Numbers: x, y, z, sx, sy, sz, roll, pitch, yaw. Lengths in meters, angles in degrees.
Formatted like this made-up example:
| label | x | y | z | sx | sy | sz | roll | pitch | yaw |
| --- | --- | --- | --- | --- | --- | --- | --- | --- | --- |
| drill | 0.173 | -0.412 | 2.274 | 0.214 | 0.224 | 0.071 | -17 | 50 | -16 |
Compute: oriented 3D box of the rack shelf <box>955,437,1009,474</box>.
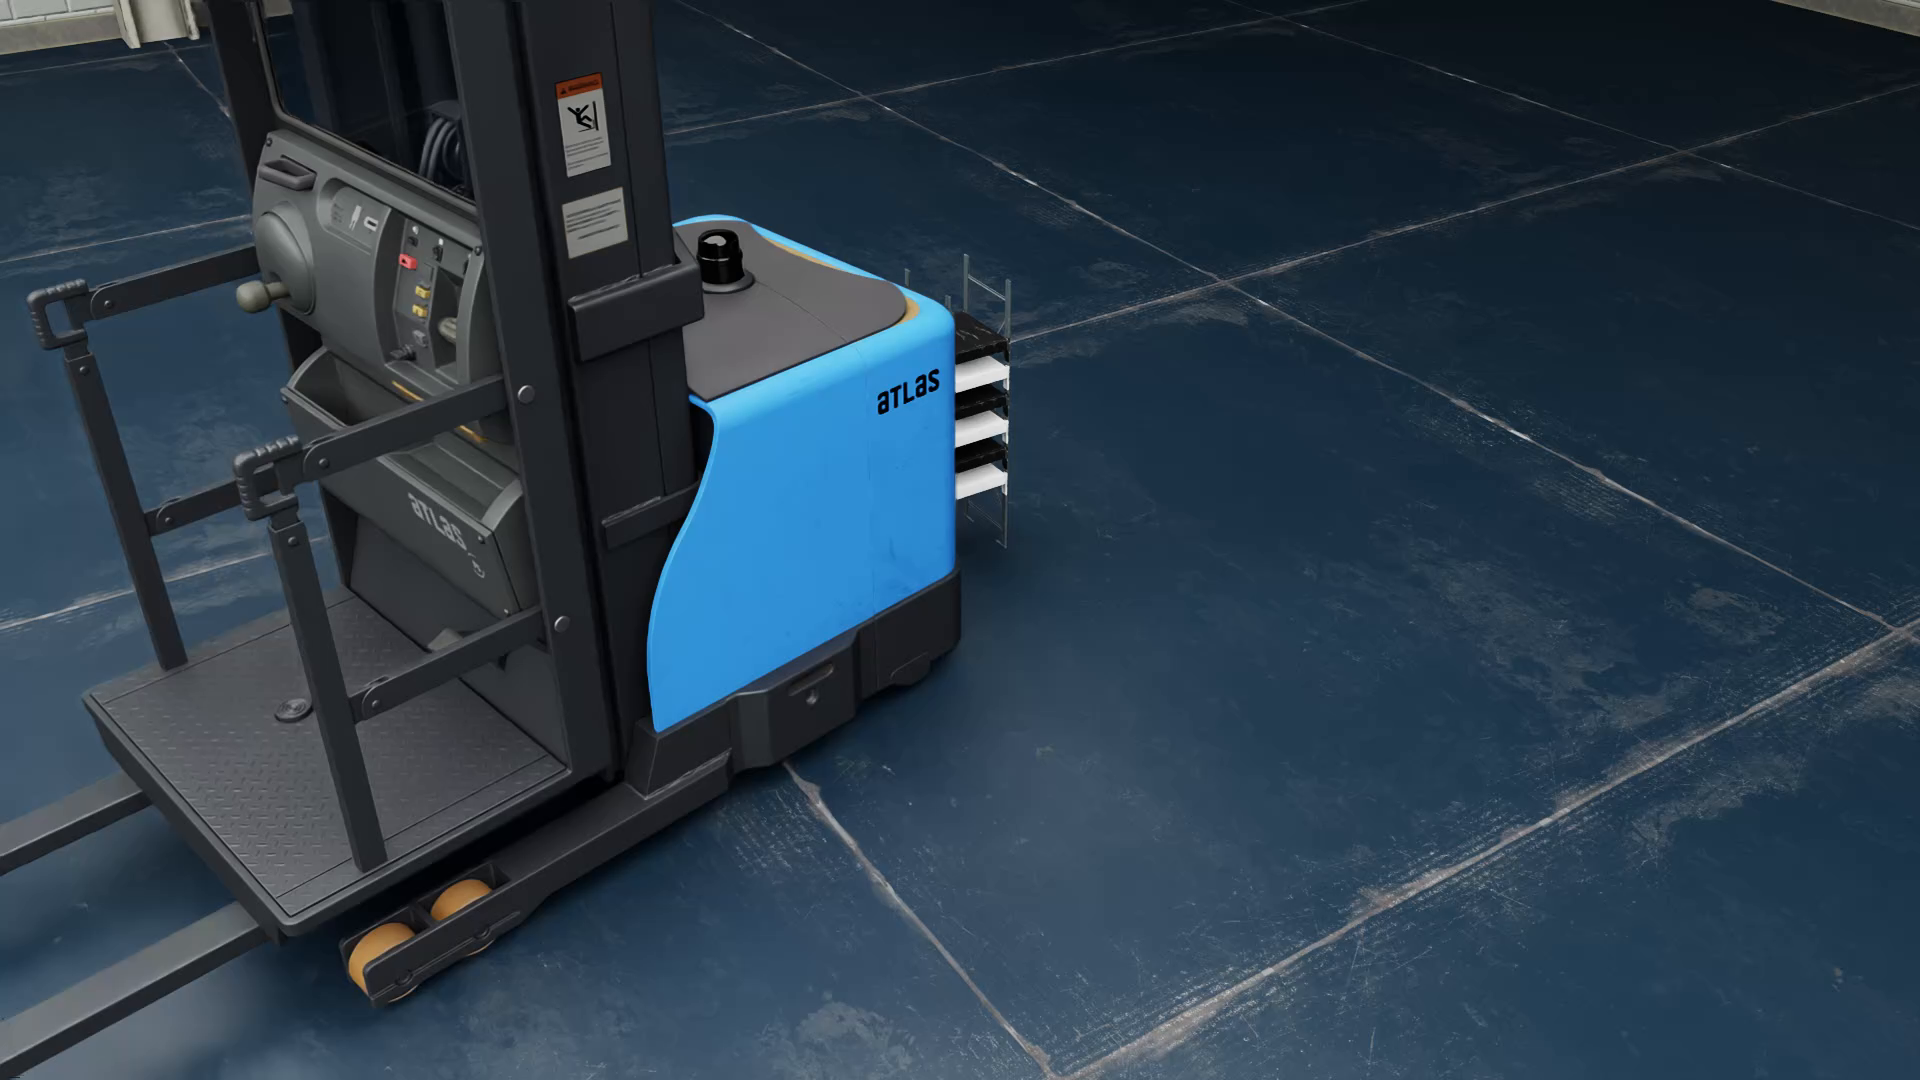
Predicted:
| label | x | y | z | sx | sy | sz | roll | pitch | yaw |
| --- | --- | --- | --- | --- | --- | --- | --- | --- | --- |
| rack shelf | -0.007 | -0.274 | 5.072 | 0.200 | 0.077 | 0.258 | -19 | 37 | -27 |

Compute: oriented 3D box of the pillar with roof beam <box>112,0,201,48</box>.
| label | x | y | z | sx | sy | sz | roll | pitch | yaw |
| --- | --- | --- | --- | --- | --- | --- | --- | --- | --- |
| pillar with roof beam | -2.510 | -4.921 | 4.617 | 0.400 | 9.000 | 9.100 | -19 | 37 | -27 |

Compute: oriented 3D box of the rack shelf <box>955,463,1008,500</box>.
| label | x | y | z | sx | sy | sz | roll | pitch | yaw |
| --- | --- | --- | --- | --- | --- | --- | --- | --- | --- |
| rack shelf | -0.007 | -0.198 | 5.120 | 0.200 | 0.077 | 0.258 | -19 | 37 | -27 |

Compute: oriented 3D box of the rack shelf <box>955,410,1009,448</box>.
| label | x | y | z | sx | sy | sz | roll | pitch | yaw |
| --- | --- | --- | --- | --- | --- | --- | --- | --- | --- |
| rack shelf | -0.007 | -0.350 | 5.024 | 0.200 | 0.077 | 0.258 | -19 | 37 | -27 |

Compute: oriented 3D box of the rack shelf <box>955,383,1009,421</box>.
| label | x | y | z | sx | sy | sz | roll | pitch | yaw |
| --- | --- | --- | --- | --- | --- | --- | --- | --- | --- |
| rack shelf | -0.007 | -0.426 | 4.976 | 0.200 | 0.077 | 0.258 | -19 | 37 | -27 |

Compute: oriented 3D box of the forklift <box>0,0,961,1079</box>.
| label | x | y | z | sx | sy | sz | roll | pitch | yaw |
| --- | --- | --- | --- | --- | --- | --- | --- | --- | --- |
| forklift | -1.397 | -0.542 | 3.362 | 3.031 | 2.935 | 1.130 | -28 | 42 | -37 |

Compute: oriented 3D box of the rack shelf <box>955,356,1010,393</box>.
| label | x | y | z | sx | sy | sz | roll | pitch | yaw |
| --- | --- | --- | --- | --- | --- | --- | --- | --- | --- |
| rack shelf | -0.007 | -0.502 | 4.928 | 0.200 | 0.077 | 0.258 | -19 | 37 | -27 |

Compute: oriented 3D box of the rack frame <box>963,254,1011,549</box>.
| label | x | y | z | sx | sy | sz | roll | pitch | yaw |
| --- | --- | --- | --- | --- | --- | --- | --- | --- | --- |
| rack frame | 0.079 | -0.408 | 5.053 | 0.006 | 0.900 | 0.240 | -19 | 37 | -27 |

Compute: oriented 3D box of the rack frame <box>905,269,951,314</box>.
| label | x | y | z | sx | sy | sz | roll | pitch | yaw |
| --- | --- | --- | --- | --- | --- | --- | --- | --- | --- |
| rack frame | -0.092 | -0.349 | 4.960 | 0.006 | 0.900 | 0.240 | -19 | 37 | -27 |

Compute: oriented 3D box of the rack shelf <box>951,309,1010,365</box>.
| label | x | y | z | sx | sy | sz | roll | pitch | yaw |
| --- | --- | --- | --- | --- | --- | --- | --- | --- | --- |
| rack shelf | -0.007 | -0.578 | 4.880 | 0.200 | 0.077 | 0.258 | -19 | 37 | -27 |

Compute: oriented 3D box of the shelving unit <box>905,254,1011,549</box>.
| label | x | y | z | sx | sy | sz | roll | pitch | yaw |
| --- | --- | --- | --- | --- | --- | --- | --- | --- | --- |
| shelving unit | -0.007 | -0.378 | 5.006 | 0.210 | 0.900 | 0.258 | -19 | 37 | -27 |
